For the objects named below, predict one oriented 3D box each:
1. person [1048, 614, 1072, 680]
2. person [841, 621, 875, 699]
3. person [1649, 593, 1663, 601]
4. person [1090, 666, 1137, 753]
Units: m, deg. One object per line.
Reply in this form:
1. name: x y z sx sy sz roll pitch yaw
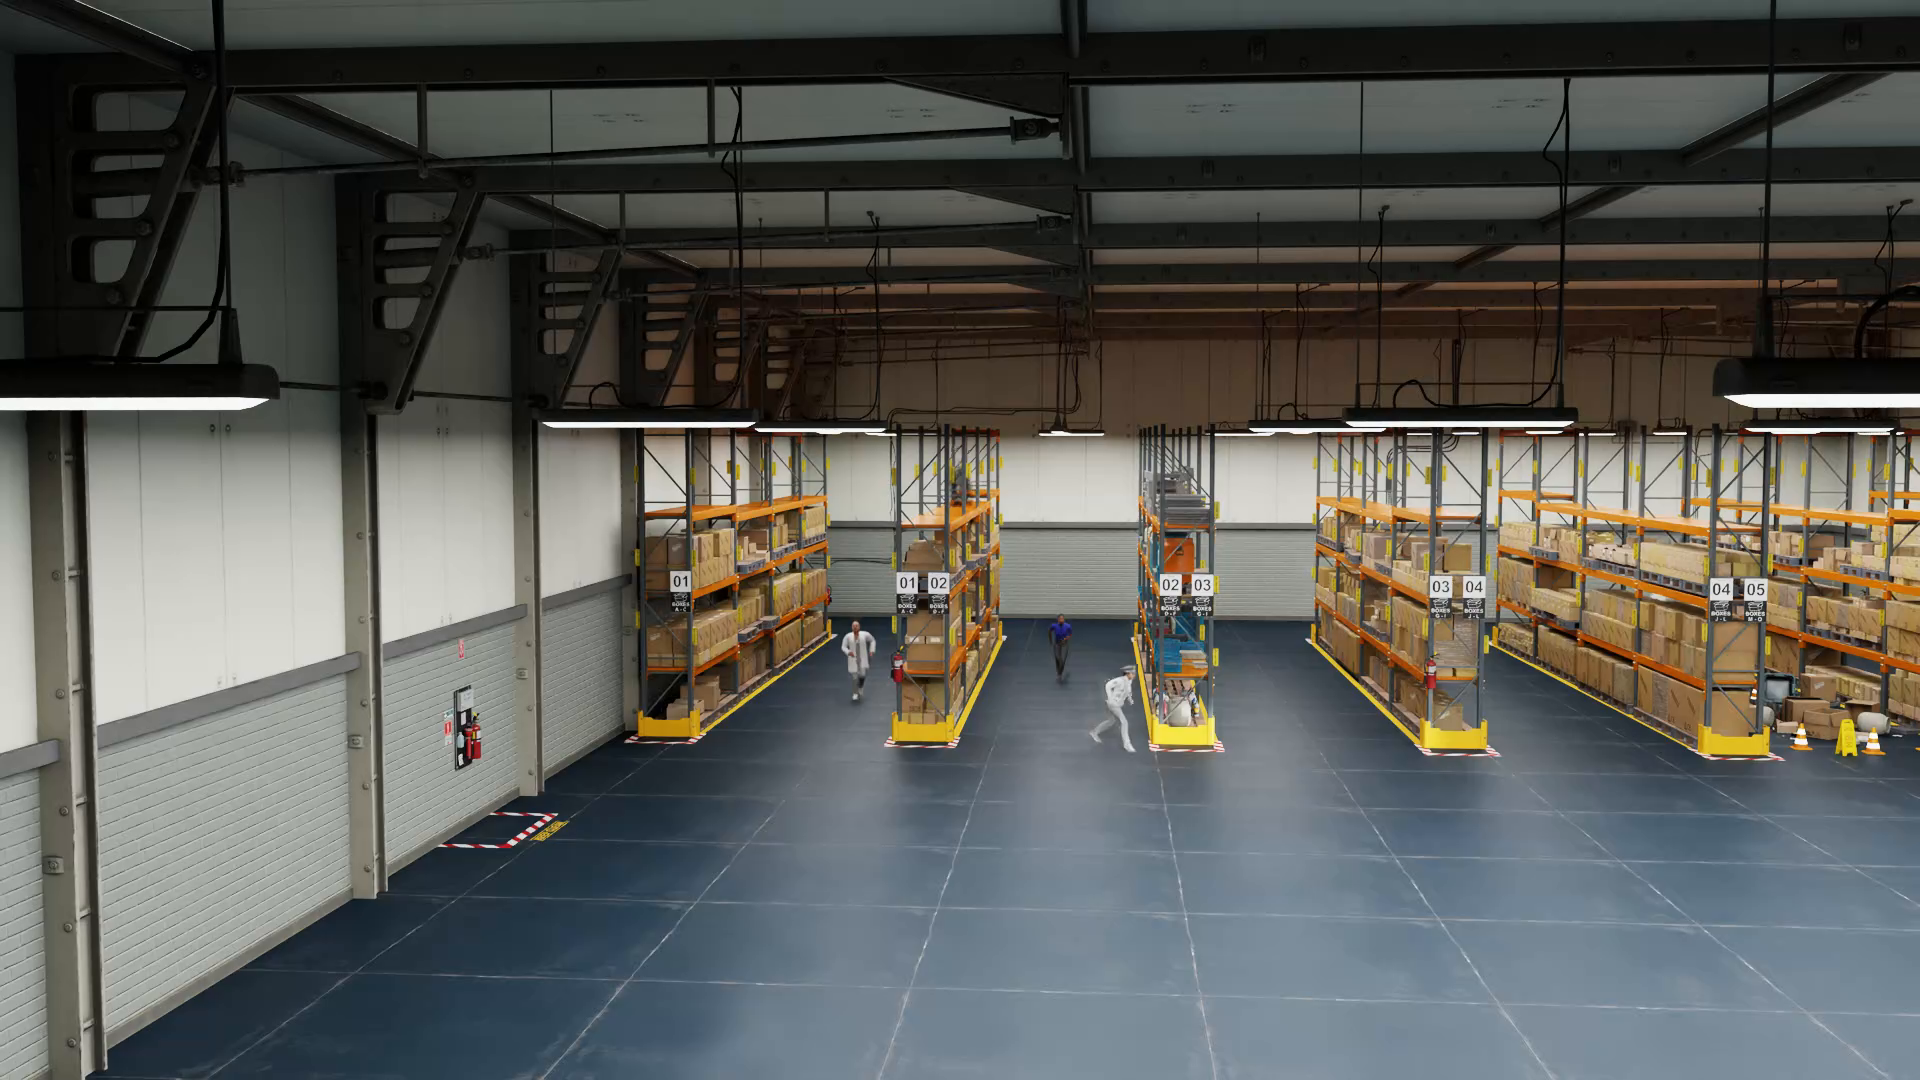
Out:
1. person: 2.389 2.542 39.538 0.562 1.582 0.676 0 3 1
2. person: -2.222 2.642 36.341 0.732 1.736 0.786 0 3 -1
3. person: 19.740 2.005 47.225 0.589 1.693 0.740 1 4 12
4. person: 2.805 3.088 30.577 0.968 1.628 0.655 3 4 36
